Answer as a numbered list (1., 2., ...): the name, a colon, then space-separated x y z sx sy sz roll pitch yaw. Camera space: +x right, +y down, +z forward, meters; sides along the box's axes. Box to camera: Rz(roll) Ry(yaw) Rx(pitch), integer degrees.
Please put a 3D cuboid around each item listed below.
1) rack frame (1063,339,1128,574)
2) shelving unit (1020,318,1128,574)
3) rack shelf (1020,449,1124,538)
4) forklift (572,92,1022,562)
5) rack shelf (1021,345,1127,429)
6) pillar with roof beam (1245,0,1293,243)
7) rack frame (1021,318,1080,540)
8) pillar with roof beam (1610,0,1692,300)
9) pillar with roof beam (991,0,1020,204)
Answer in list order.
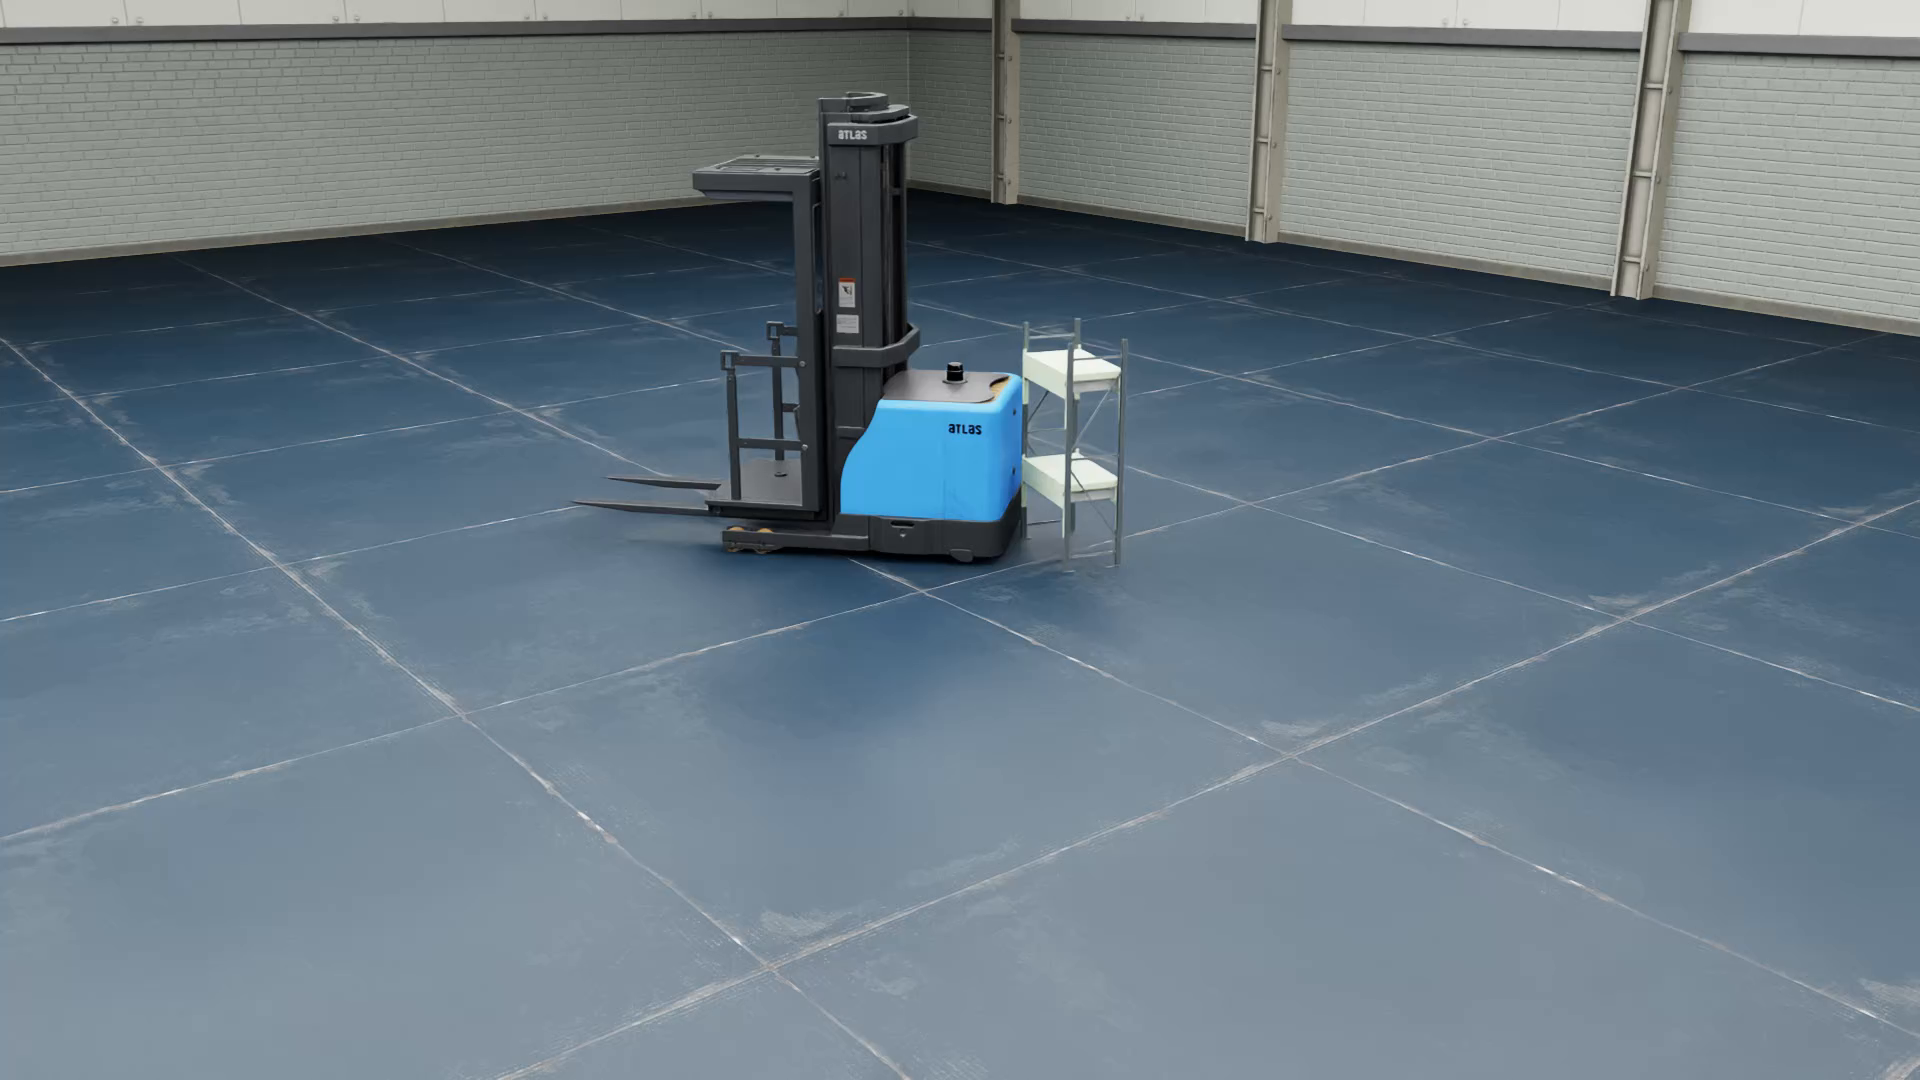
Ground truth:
1. rack frame: 0.855 -0.518 10.540 0.400 1.500 0.023 -6 19 -19
2. shelving unit: 0.730 -0.626 10.866 0.431 1.500 0.755 -6 19 -19
3. rack shelf: 0.730 -0.316 10.969 0.431 0.370 0.720 -6 19 -19
4. forklift: -1.128 -1.457 11.099 3.031 2.935 1.130 3 19 10
5. rack shelf: 0.730 -0.996 10.744 0.431 0.370 0.720 -6 19 -19
6. pillar with roof beam: 1.137 -7.901 20.907 9.100 9.000 0.400 -14 23 -36
7. rack frame: 0.606 -0.734 11.193 0.400 1.500 0.023 -6 19 -19
8. pillar with roof beam: 4.862 -6.422 16.442 9.100 9.000 0.400 -14 23 -36
9. pillar with roof beam: -2.589 -9.379 25.371 9.100 9.000 0.400 -14 23 -36
